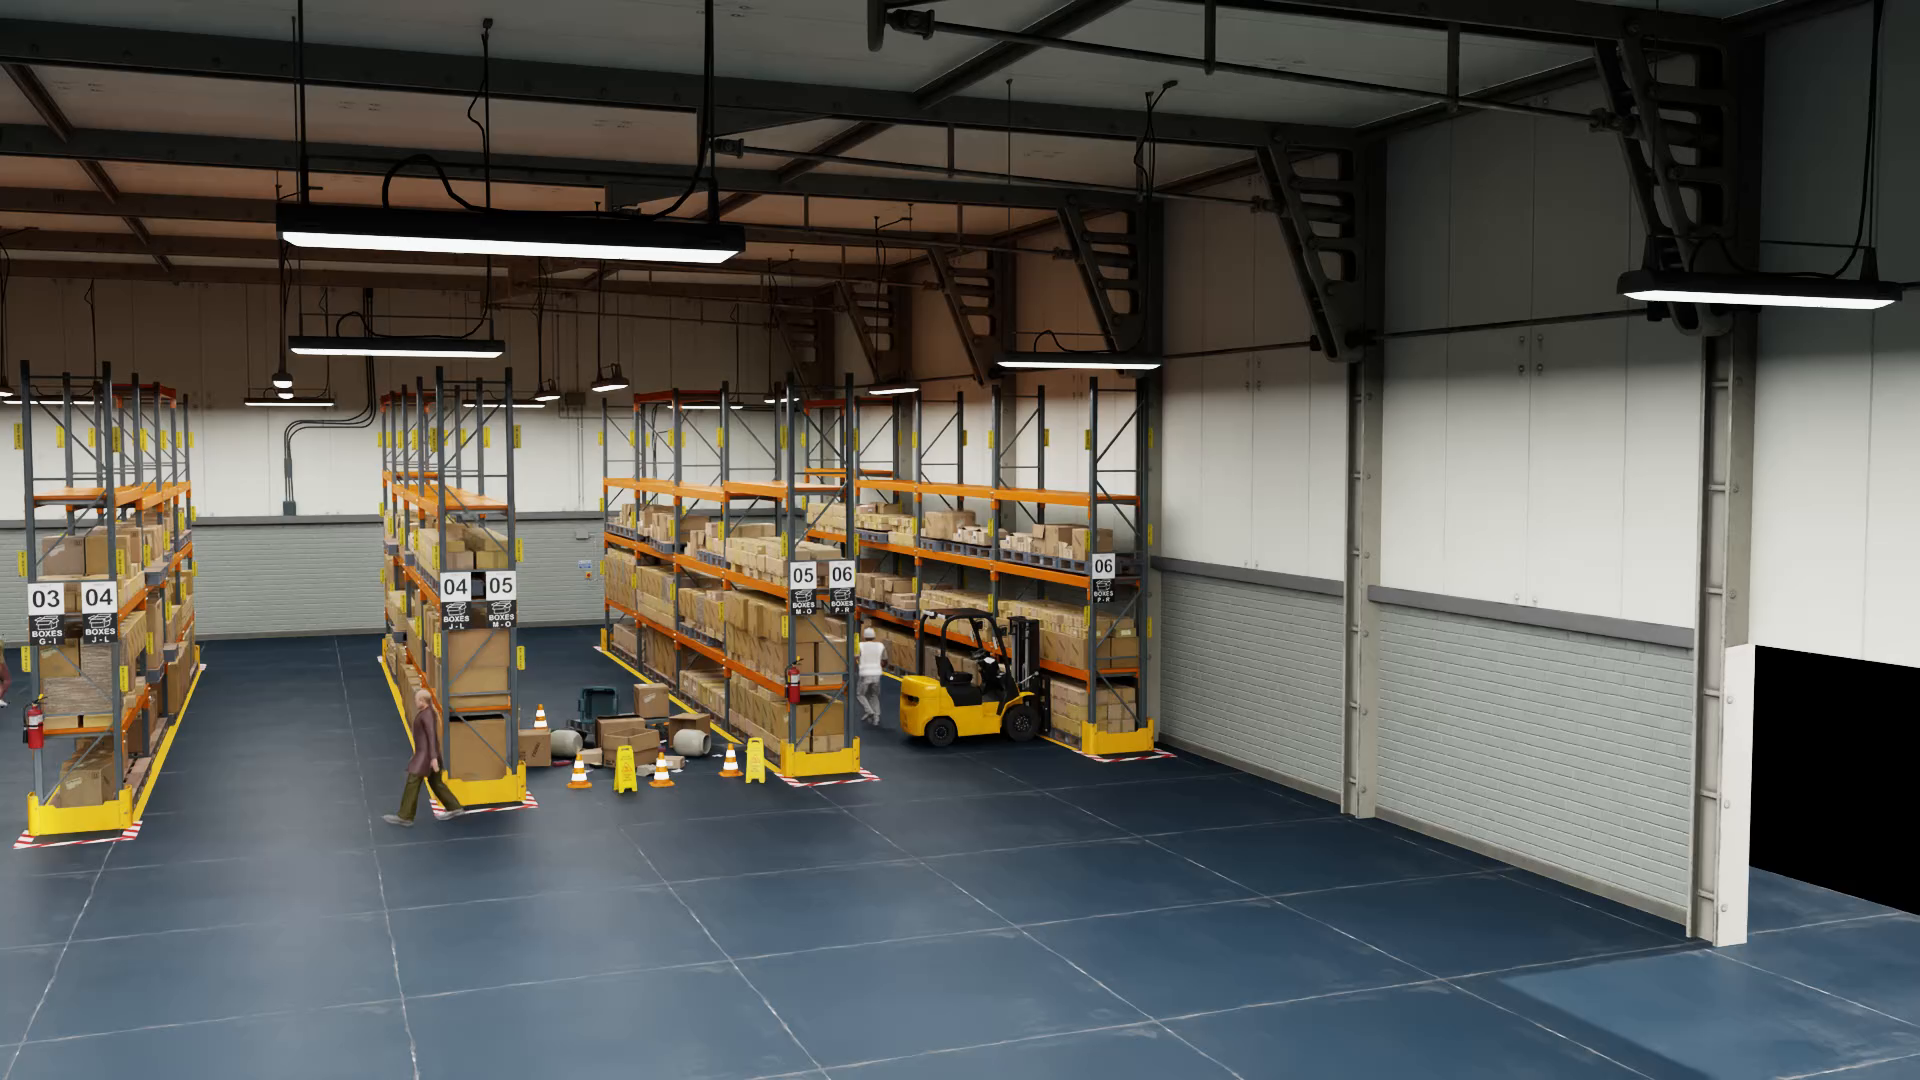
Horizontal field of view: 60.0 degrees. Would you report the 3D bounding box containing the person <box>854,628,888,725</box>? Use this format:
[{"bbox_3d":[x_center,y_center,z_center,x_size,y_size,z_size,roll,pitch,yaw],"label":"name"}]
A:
[{"bbox_3d":[-1.593,2.400,29.402,0.681,1.681,0.778,-1,4,-21],"label":"person"}]

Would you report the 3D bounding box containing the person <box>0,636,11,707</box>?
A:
[{"bbox_3d":[-17.879,2.312,30.743,0.512,1.651,0.469,0,3,-3],"label":"person"}]

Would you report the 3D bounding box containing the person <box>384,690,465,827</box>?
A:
[{"bbox_3d":[-7.008,2.832,21.766,0.955,1.753,0.614,0,3,-7],"label":"person"}]
